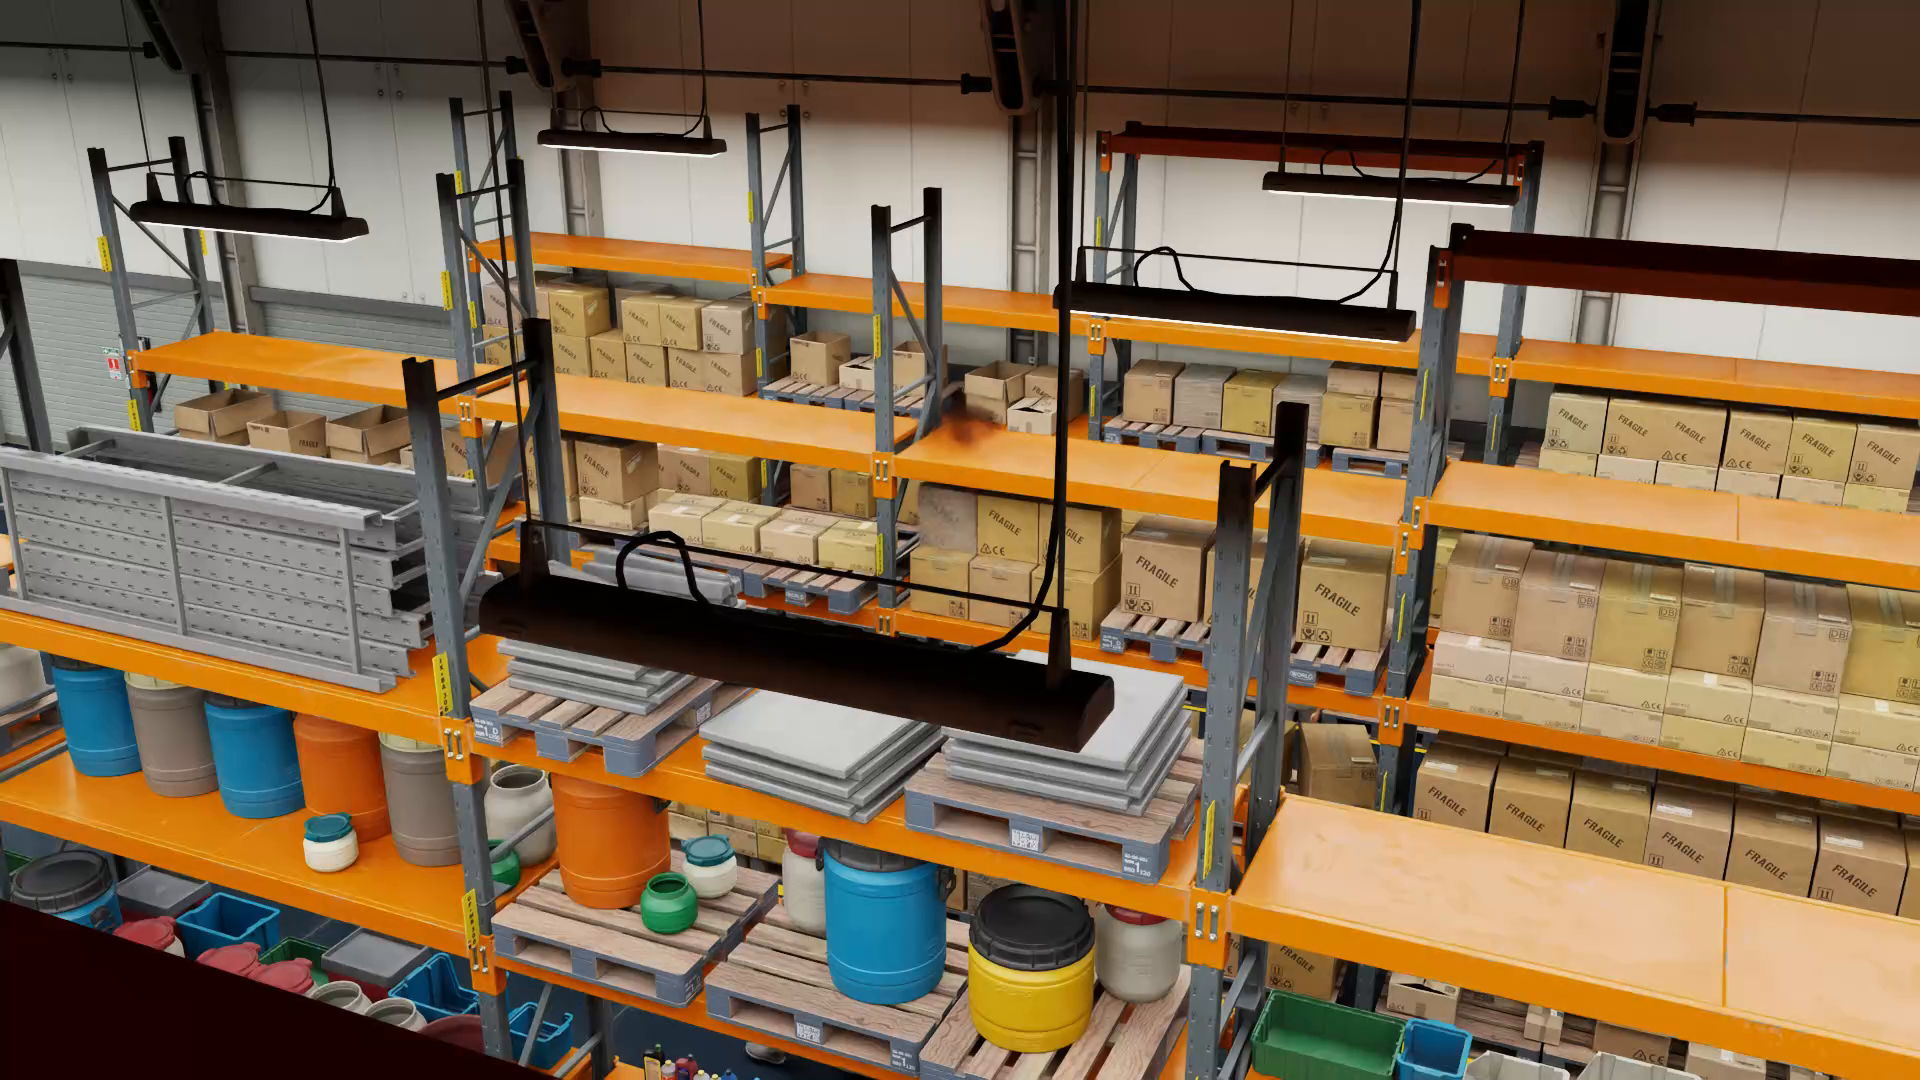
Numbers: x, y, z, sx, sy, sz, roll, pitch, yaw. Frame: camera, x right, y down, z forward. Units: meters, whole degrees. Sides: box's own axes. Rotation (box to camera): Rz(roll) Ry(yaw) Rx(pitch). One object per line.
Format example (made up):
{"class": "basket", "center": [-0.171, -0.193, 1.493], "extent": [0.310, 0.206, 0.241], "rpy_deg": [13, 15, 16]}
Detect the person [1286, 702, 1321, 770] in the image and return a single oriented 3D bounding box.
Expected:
{"class": "person", "center": [3.287, 1.610, 16.065], "extent": [0.492, 1.668, 0.456], "rpy_deg": [11, 23, 28]}

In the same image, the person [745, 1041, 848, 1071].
{"class": "person", "center": [-1.117, 3.099, 12.036], "extent": [0.991, 1.669, 0.635], "rpy_deg": [11, 23, 27]}
